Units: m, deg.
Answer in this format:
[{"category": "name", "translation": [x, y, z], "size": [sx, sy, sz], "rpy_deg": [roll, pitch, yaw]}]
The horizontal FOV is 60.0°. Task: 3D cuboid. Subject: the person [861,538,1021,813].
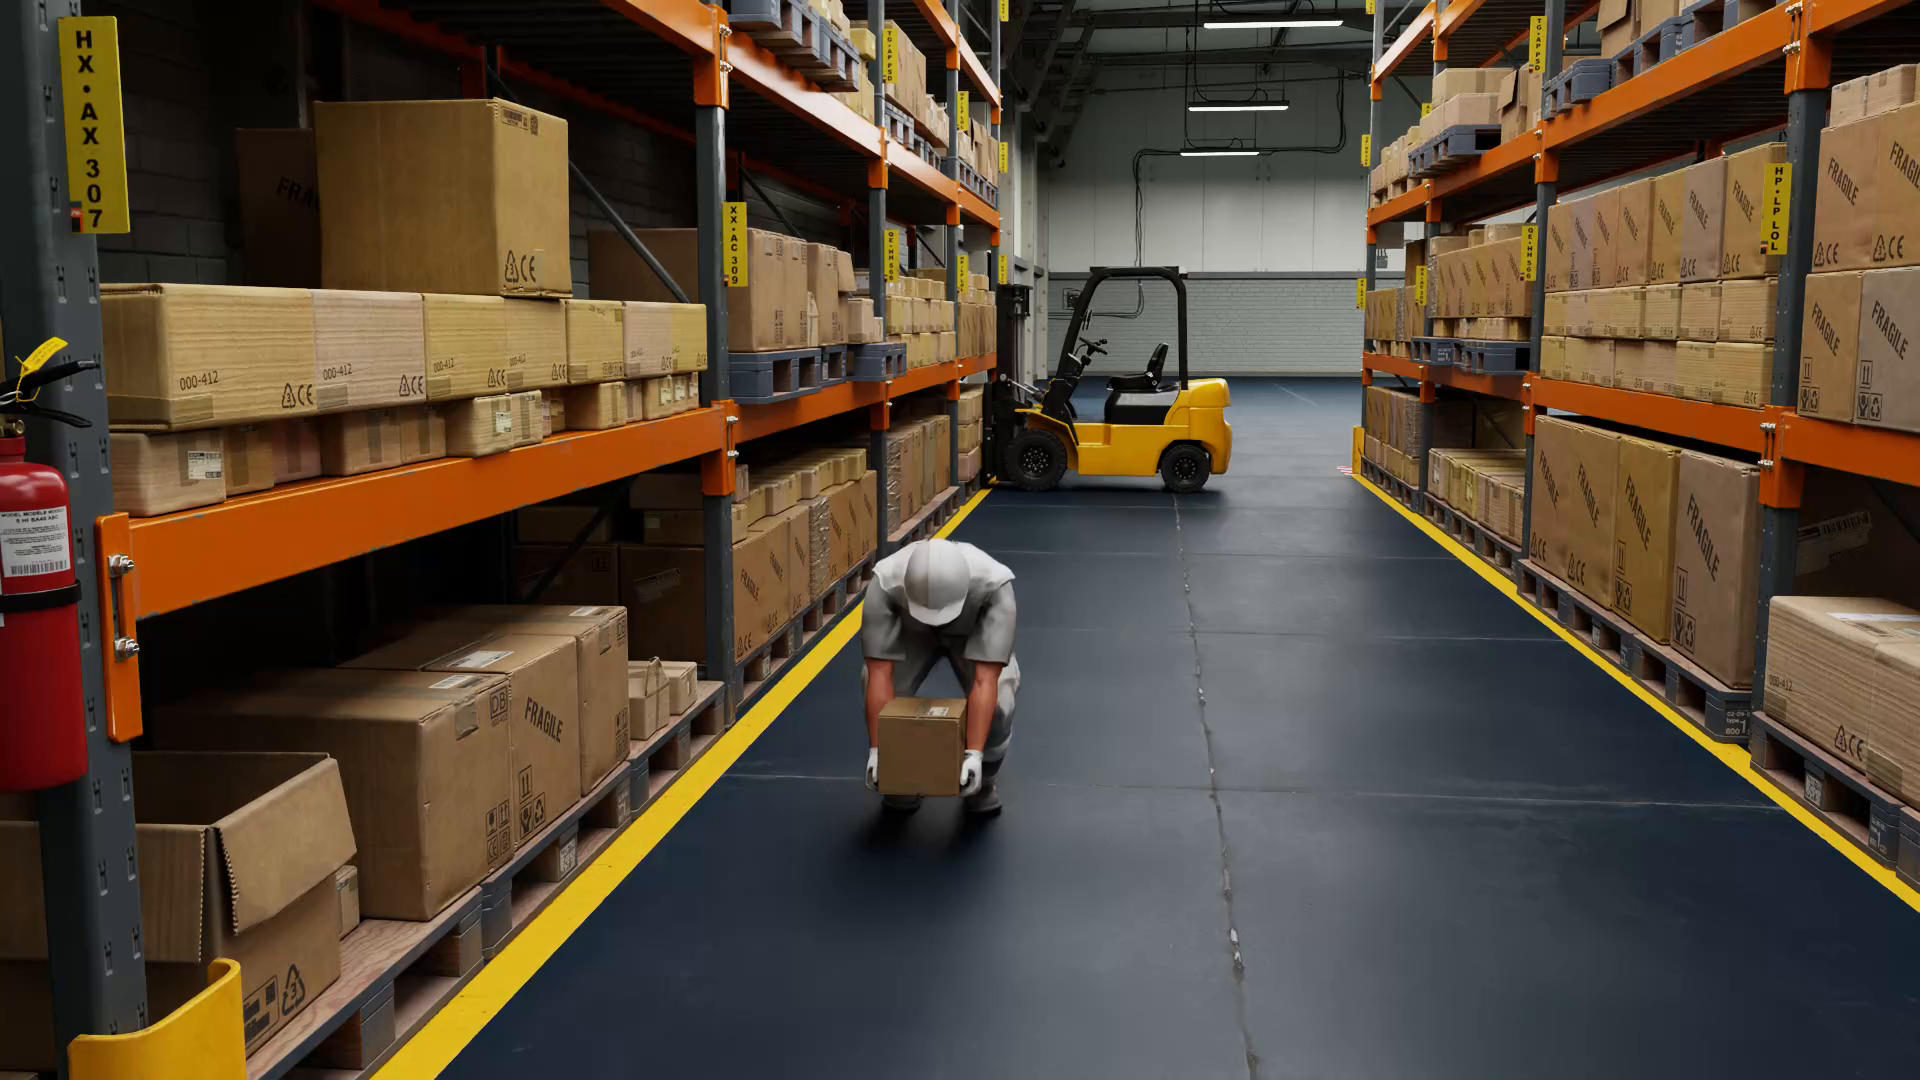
[{"category": "person", "translation": [-0.068, 0.437, 5.466], "size": [0.532, 0.987, 0.928], "rpy_deg": [1, 8, 4]}]
